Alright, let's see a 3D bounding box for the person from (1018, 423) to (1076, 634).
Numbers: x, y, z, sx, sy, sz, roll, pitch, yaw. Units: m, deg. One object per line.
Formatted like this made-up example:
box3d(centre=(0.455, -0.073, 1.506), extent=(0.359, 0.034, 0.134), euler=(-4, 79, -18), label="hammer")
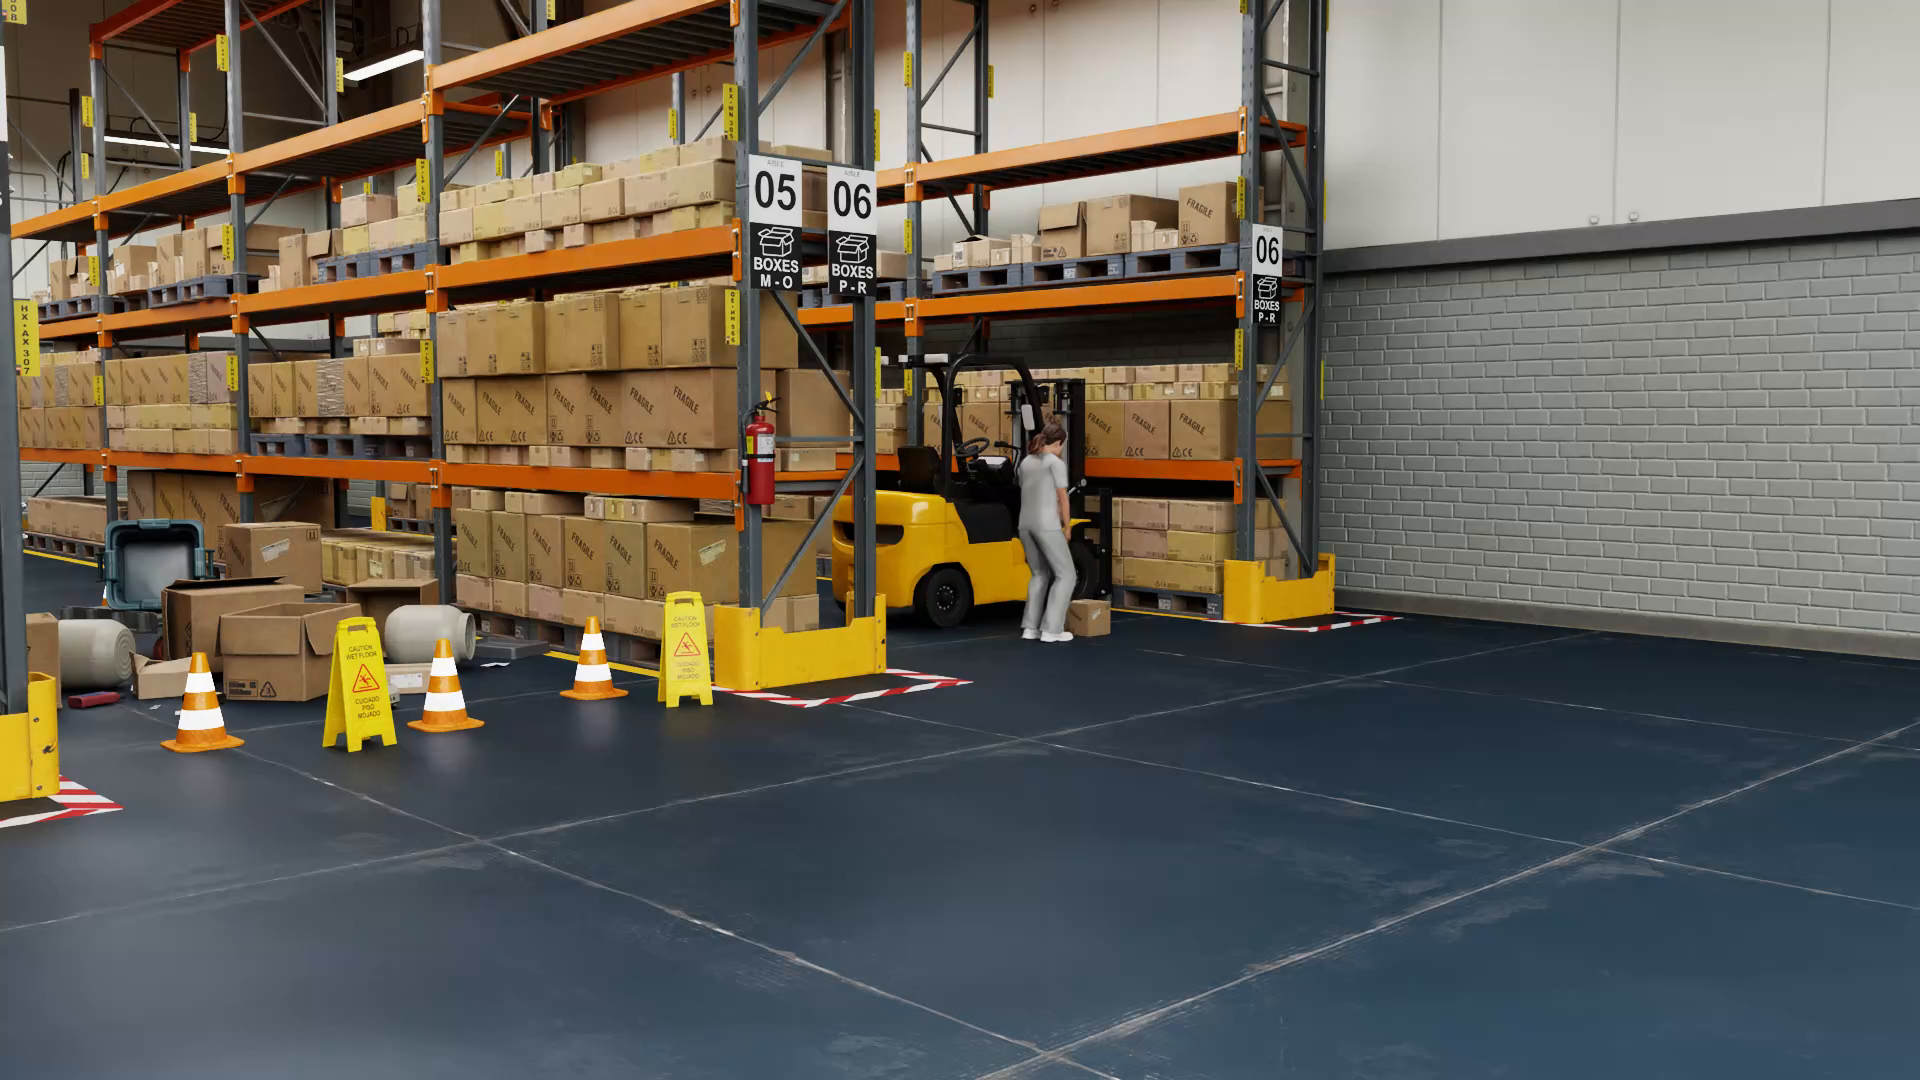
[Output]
box3d(centre=(0.627, -0.088, 12.349), extent=(0.406, 1.559, 0.464), euler=(-4, 5, -42), label="person")
